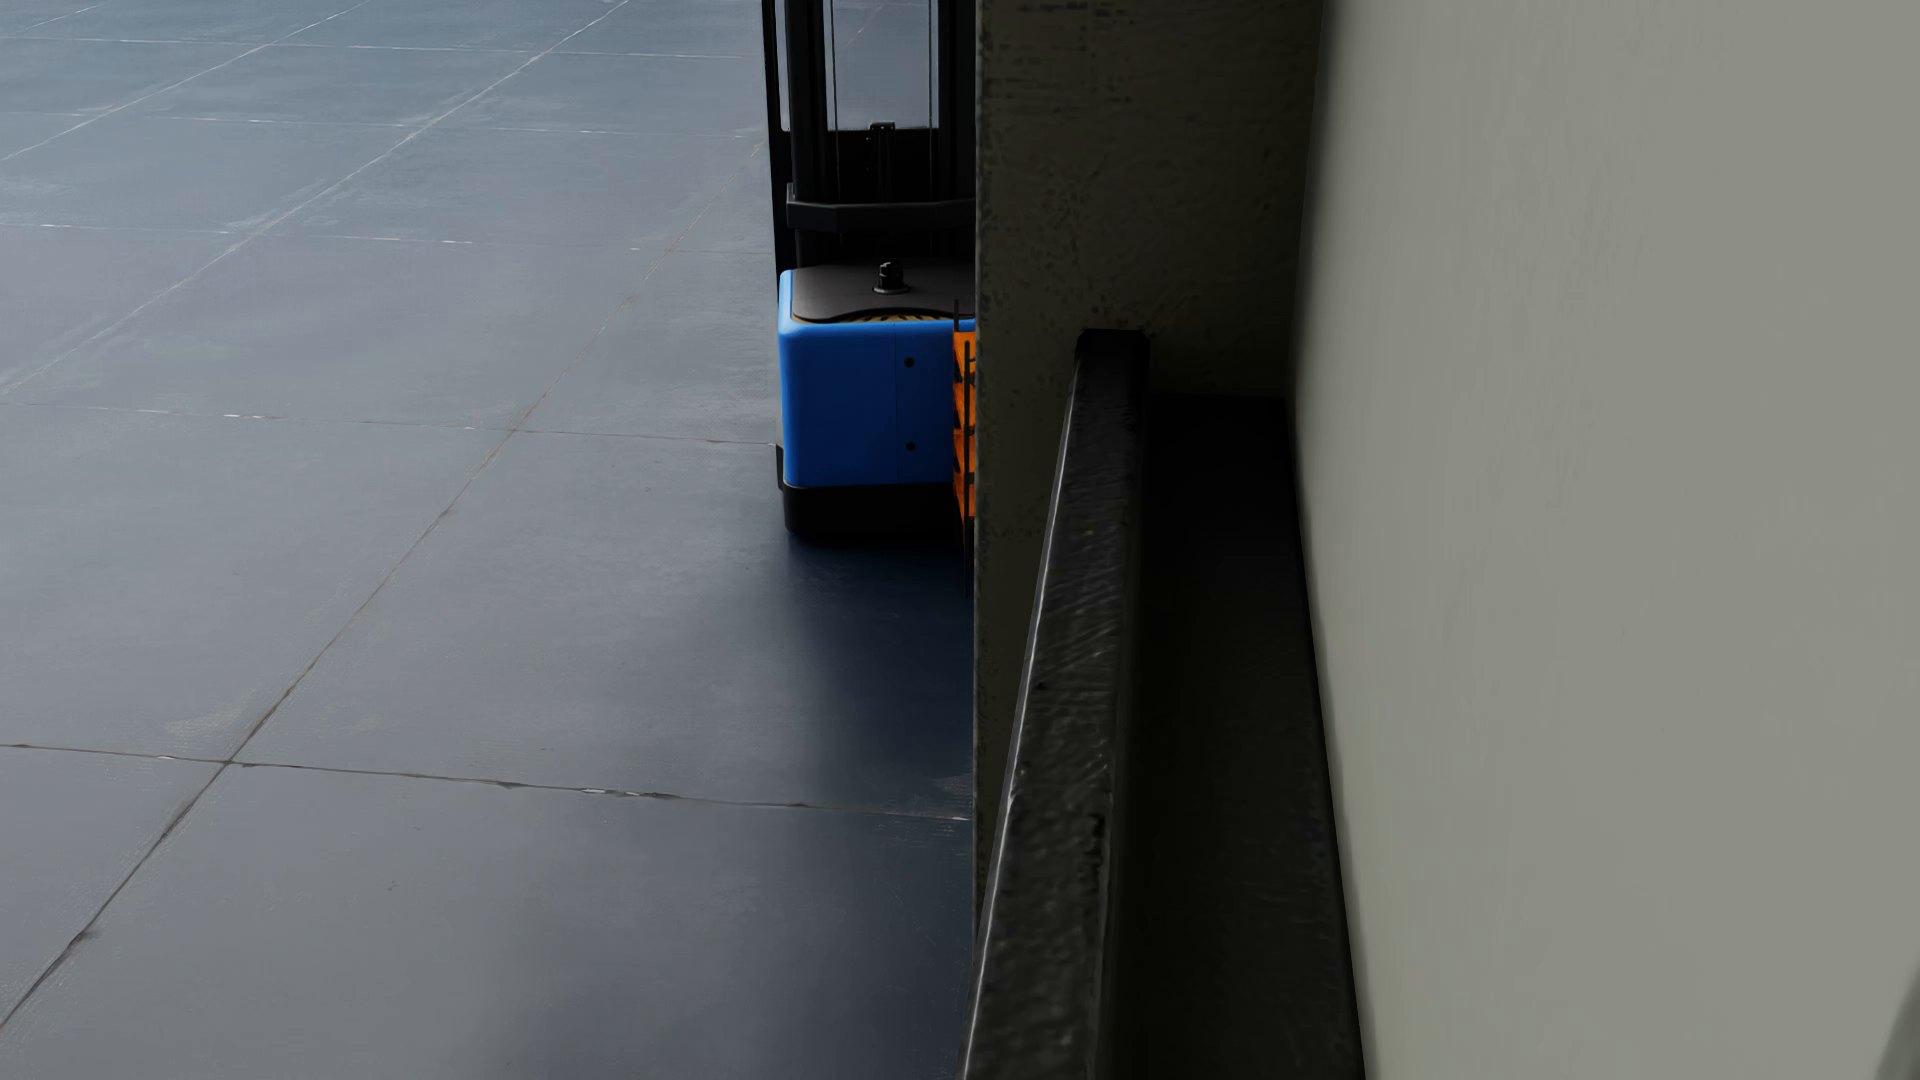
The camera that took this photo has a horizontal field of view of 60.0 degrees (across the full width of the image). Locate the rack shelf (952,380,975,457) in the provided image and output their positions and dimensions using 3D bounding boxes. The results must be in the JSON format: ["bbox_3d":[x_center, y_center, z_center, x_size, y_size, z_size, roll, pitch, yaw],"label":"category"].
[{"bbox_3d":[0.115,-0.531,7.141,0.258,0.148,0.480,-3,28,-5],"label":"rack shelf"}]

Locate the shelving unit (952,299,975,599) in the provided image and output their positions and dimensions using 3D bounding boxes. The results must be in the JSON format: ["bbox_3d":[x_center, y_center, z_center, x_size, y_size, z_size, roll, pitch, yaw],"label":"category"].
[{"bbox_3d":[0.115,-0.393,7.215,0.258,1.200,0.503,-3,28,-5],"label":"shelving unit"}]

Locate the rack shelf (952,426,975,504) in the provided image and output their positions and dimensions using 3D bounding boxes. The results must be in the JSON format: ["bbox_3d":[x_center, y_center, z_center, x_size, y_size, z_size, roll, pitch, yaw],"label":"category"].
[{"bbox_3d":[0.115,-0.334,7.247,0.258,0.148,0.480,-3,28,-5],"label":"rack shelf"}]

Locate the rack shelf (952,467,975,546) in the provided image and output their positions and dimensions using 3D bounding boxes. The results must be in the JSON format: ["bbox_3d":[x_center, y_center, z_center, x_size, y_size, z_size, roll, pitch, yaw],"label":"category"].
[{"bbox_3d":[0.115,-0.159,7.341,0.258,0.148,0.480,-3,28,-5],"label":"rack shelf"}]

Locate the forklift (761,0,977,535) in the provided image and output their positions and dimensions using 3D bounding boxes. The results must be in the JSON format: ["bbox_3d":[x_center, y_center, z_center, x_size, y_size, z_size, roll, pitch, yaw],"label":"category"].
[{"bbox_3d":[-0.404,-1.982,8.338,1.130,2.935,3.031,-2,28,-4],"label":"forklift"}]

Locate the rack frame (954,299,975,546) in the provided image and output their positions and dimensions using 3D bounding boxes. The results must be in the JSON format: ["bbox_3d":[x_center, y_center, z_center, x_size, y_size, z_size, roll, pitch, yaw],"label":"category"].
[{"bbox_3d":[0.093,-0.509,7.429,0.240,1.200,0.015,-3,28,-5],"label":"rack frame"}]

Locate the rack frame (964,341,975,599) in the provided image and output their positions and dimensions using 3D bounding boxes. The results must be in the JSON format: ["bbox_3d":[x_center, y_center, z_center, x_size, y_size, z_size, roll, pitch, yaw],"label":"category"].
[{"bbox_3d":[0.138,-0.278,7.001,0.240,1.200,0.015,-3,28,-5],"label":"rack frame"}]

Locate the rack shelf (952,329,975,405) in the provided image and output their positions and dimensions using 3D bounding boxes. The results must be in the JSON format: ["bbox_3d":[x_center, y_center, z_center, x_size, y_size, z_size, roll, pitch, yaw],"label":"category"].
[{"bbox_3d":[0.115,-0.739,7.029,0.258,0.148,0.480,-3,28,-5],"label":"rack shelf"}]
